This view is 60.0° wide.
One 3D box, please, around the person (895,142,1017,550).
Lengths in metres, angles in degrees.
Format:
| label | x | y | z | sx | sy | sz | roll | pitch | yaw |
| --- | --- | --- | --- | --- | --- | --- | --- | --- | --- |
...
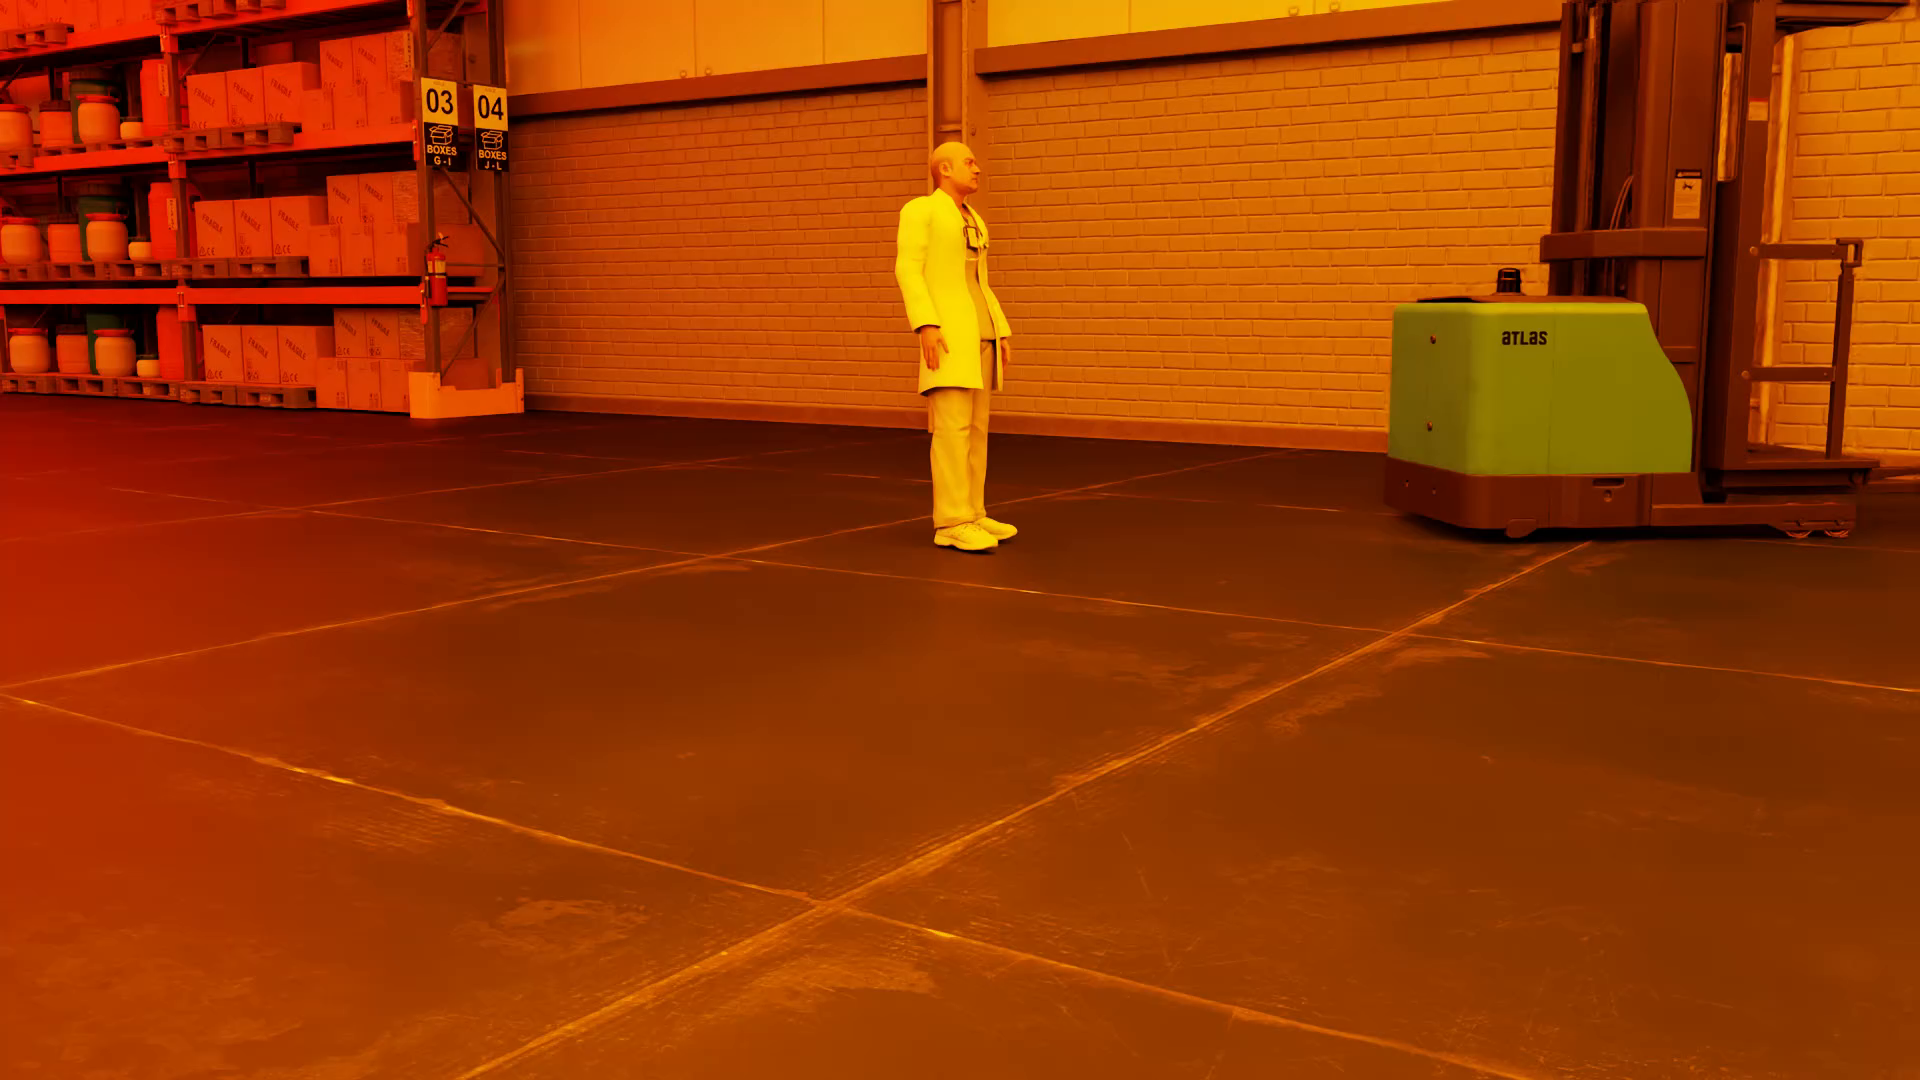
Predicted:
| label | x | y | z | sx | sy | sz | roll | pitch | yaw |
| --- | --- | --- | --- | --- | --- | --- | --- | --- | --- |
| person | 0.072 | -0.879 | 7.423 | 0.581 | 1.775 | 0.696 | 5 | 10 | 34 |

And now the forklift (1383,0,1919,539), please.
| label | x | y | z | sx | sy | sz | roll | pitch | yaw |
| --- | --- | --- | --- | --- | --- | --- | --- | --- | --- |
| forklift | 3.691 | -1.530 | 7.953 | 3.031 | 2.935 | 1.130 | -1 | 8 | -8 |
